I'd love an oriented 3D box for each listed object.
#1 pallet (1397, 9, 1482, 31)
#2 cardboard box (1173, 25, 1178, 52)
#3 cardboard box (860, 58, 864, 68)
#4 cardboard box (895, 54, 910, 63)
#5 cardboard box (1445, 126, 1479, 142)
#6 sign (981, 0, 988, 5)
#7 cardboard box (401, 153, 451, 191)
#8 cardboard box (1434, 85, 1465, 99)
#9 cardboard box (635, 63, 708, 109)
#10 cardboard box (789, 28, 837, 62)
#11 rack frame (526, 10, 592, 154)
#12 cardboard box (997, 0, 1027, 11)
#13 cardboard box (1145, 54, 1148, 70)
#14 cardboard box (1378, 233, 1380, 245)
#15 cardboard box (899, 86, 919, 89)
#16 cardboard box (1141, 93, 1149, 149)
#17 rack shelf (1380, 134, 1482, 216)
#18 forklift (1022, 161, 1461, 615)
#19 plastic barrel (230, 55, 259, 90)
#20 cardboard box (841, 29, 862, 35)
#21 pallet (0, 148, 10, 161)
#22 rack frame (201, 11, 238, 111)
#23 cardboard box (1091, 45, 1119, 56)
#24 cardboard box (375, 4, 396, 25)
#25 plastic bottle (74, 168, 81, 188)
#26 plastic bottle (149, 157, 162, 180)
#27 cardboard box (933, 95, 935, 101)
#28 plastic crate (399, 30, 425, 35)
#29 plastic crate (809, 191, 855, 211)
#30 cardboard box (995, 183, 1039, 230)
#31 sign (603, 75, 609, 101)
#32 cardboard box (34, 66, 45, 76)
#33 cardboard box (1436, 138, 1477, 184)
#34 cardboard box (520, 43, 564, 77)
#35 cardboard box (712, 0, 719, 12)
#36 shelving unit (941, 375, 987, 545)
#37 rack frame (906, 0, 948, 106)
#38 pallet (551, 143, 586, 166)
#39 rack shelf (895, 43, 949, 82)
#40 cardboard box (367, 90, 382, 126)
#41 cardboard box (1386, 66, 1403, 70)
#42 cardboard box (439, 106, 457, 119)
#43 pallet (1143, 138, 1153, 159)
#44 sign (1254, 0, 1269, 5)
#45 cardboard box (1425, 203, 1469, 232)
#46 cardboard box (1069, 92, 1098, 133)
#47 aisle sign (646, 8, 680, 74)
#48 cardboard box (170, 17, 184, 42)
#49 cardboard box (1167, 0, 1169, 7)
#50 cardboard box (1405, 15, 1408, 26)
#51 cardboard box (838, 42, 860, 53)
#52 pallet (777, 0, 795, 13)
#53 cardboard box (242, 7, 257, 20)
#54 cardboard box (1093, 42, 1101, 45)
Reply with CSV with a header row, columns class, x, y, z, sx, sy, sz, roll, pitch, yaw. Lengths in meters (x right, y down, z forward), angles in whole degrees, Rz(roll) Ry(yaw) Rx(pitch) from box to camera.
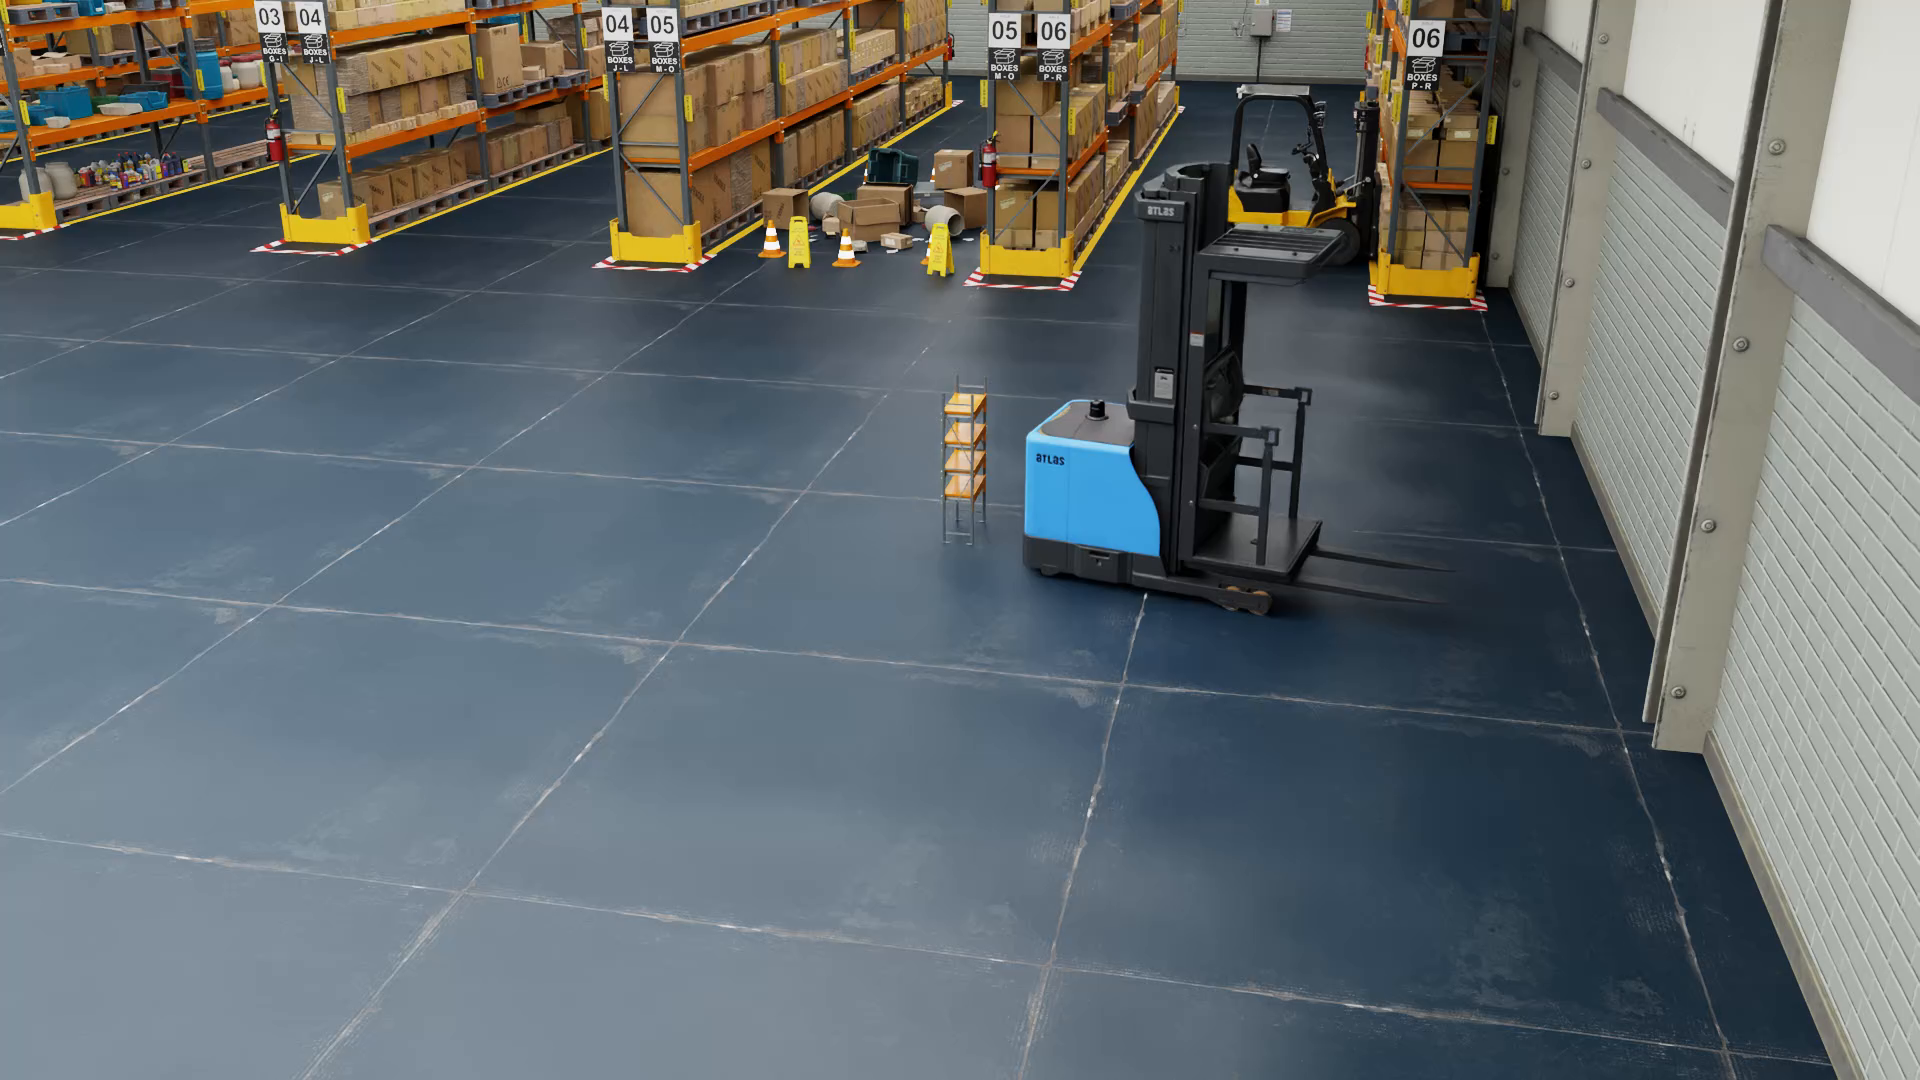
class,x,y,z,sx,sy,sz,roll,pitch,yaw
pallet,6.369,-6.924,22.134,1.003,0.211,1.213,4,22,11
cardboard box,4.267,-10.503,34.783,0.500,0.500,0.500,5,22,11
cardboard box,-1.941,-8.590,29.941,0.380,0.149,0.250,5,23,13
cardboard box,-1.198,-9.493,32.745,0.380,0.149,0.250,5,23,13
cardboard box,6.025,-4.876,19.944,0.380,0.149,0.250,4,22,10
sign,0.302,-6.653,20.158,0.100,0.325,0.005,4,22,11
cardboard box,-8.274,-5.702,25.780,0.500,0.500,0.500,12,25,28
cardboard box,6.616,-6.046,22.451,0.380,0.149,0.250,4,22,10
cardboard box,-3.889,-6.053,22.223,0.875,0.550,0.550,4,22,11
cardboard box,-2.494,-8.415,28.259,0.700,0.500,0.500,4,22,11
rack frame,-7.228,-8.483,29.901,1.000,3.000,0.127,4,22,11
cardboard box,0.621,-6.593,20.461,0.380,0.149,0.250,5,22,11
cardboard box,3.039,-8.426,29.293,0.500,0.250,0.500,4,22,11
cardboard box,5.710,-3.903,21.649,0.500,0.250,0.500,5,22,11
cardboard box,-1.048,-9.272,34.317,0.380,0.149,0.250,4,22,9
cardboard box,2.882,-7.509,29.765,0.875,0.875,0.875,5,22,12
rack shelf,6.110,-4.822,21.775,1.077,0.370,4.000,4,22,11
forklift,2.023,-1.064,11.572,3.031,2.935,1.130,9,24,22
plastic barrel,-12.333,-8.062,28.674,0.433,0.535,0.433,0,22,0
cardboard box,-2.107,-9.776,32.090,0.380,0.149,0.250,6,23,14
pallet,-17.629,-6.755,29.345,1.003,0.211,1.213,4,22,11
rack frame,-16.109,-10.702,35.412,1.000,3.000,0.127,4,22,11
cardboard box,2.221,-7.495,25.485,0.380,0.149,0.250,6,23,14
cardboard box,-8.305,-7.405,23.411,0.500,0.250,0.500,4,22,11
plastic bottle,-13.757,-5.628,25.859,0.061,0.283,0.133,5,22,12
plastic bottle,-12.847,-5.927,26.512,0.144,0.351,0.185,4,22,11
cardboard box,-0.755,-9.466,35.596,0.380,0.149,0.250,4,22,11
plastic crate,-11.499,-10.540,34.951,0.392,0.384,0.575,4,22,11
plastic crate,-1.962,-5.164,25.347,0.450,0.188,0.662,7,21,42
cardboard box,0.750,-4.382,21.833,0.500,0.500,0.500,5,22,11
sign,-4.553,-5.835,21.461,0.100,0.325,0.005,4,22,11
cardboard box,-17.130,-8.652,30.658,0.380,0.149,0.250,6,23,15
cardboard box,6.074,-4.631,20.203,0.500,0.500,0.500,5,23,13
cardboard box,-7.315,-8.312,28.780,0.700,0.500,0.500,8,23,19
cardboard box,-3.435,-7.128,22.163,0.380,0.149,0.250,5,22,11
shelving unit,0.034,-0.617,12.780,0.258,1.200,0.503,4,22,11
rack frame,-0.760,-10.994,36.135,1.000,3.000,0.127,4,22,11
pallet,-7.389,-6.904,29.713,1.003,0.211,1.213,4,22,11
rack shelf,-1.168,-9.928,34.453,1.077,0.370,4.000,4,22,11
cardboard box,-8.736,-6.132,23.533,0.875,0.500,0.500,4,22,11
cardboard box,6.859,-7.313,25.995,0.380,0.149,0.250,5,22,12
cardboard box,-7.912,-6.525,25.376,0.380,0.149,0.250,4,22,11
pallet,2.960,-7.161,30.352,1.003,0.211,1.213,4,22,11
sign,7.249,-12.967,39.929,0.339,0.242,0.001,4,22,11
cardboard box,5.985,-3.969,20.474,0.500,0.250,0.500,4,22,10
cardboard box,1.611,-5.889,22.927,0.500,0.500,0.500,5,22,12
aisle sign,-3.746,-6.299,20.999,0.394,0.787,0.004,4,22,11
cardboard box,-16.502,-10.531,34.290,0.700,0.500,0.500,8,23,19
cardboard box,3.938,-10.653,32.948,0.380,0.149,0.250,5,22,11
cardboard box,5.573,-6.267,20.024,0.380,0.149,0.250,4,22,9
cardboard box,-2.002,-8.764,29.577,0.380,0.149,0.250,4,22,11
pallet,-3.070,-8.247,25.555,0.805,0.209,1.217,4,22,9
cardboard box,-15.632,-11.552,36.050,0.500,0.500,0.500,4,22,9
cardboard box,2.155,-7.960,27.508,0.500,0.500,0.500,4,22,9
